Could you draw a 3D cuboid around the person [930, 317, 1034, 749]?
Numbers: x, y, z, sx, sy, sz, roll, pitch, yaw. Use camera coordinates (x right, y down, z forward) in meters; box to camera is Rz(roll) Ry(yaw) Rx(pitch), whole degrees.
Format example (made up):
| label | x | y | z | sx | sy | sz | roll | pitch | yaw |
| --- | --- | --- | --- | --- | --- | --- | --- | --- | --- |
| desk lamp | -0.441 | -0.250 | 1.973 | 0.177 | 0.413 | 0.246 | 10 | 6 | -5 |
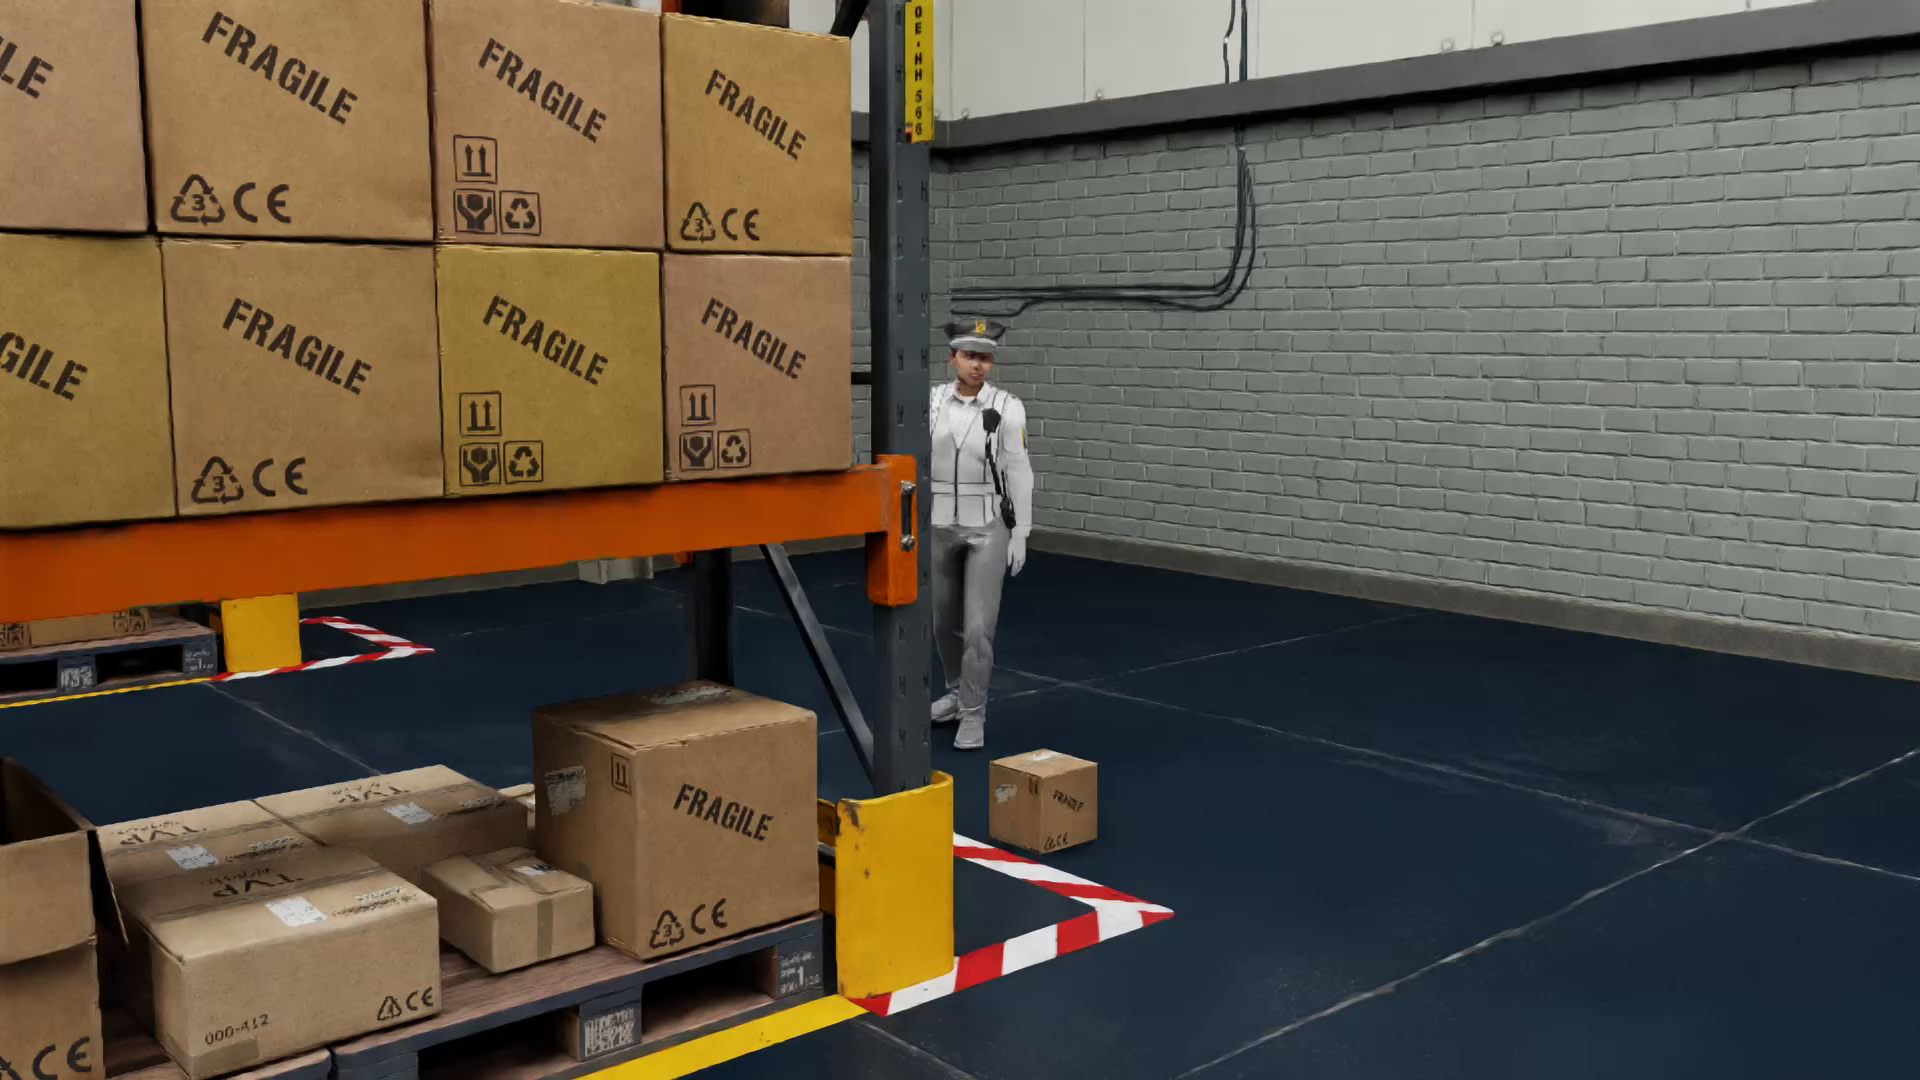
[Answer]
| label | x | y | z | sx | sy | sz | roll | pitch | yaw |
| --- | --- | --- | --- | --- | --- | --- | --- | --- | --- |
| person | 0.042 | -0.042 | 6.572 | 0.519 | 1.666 | 0.535 | 2 | 8 | 17 |
